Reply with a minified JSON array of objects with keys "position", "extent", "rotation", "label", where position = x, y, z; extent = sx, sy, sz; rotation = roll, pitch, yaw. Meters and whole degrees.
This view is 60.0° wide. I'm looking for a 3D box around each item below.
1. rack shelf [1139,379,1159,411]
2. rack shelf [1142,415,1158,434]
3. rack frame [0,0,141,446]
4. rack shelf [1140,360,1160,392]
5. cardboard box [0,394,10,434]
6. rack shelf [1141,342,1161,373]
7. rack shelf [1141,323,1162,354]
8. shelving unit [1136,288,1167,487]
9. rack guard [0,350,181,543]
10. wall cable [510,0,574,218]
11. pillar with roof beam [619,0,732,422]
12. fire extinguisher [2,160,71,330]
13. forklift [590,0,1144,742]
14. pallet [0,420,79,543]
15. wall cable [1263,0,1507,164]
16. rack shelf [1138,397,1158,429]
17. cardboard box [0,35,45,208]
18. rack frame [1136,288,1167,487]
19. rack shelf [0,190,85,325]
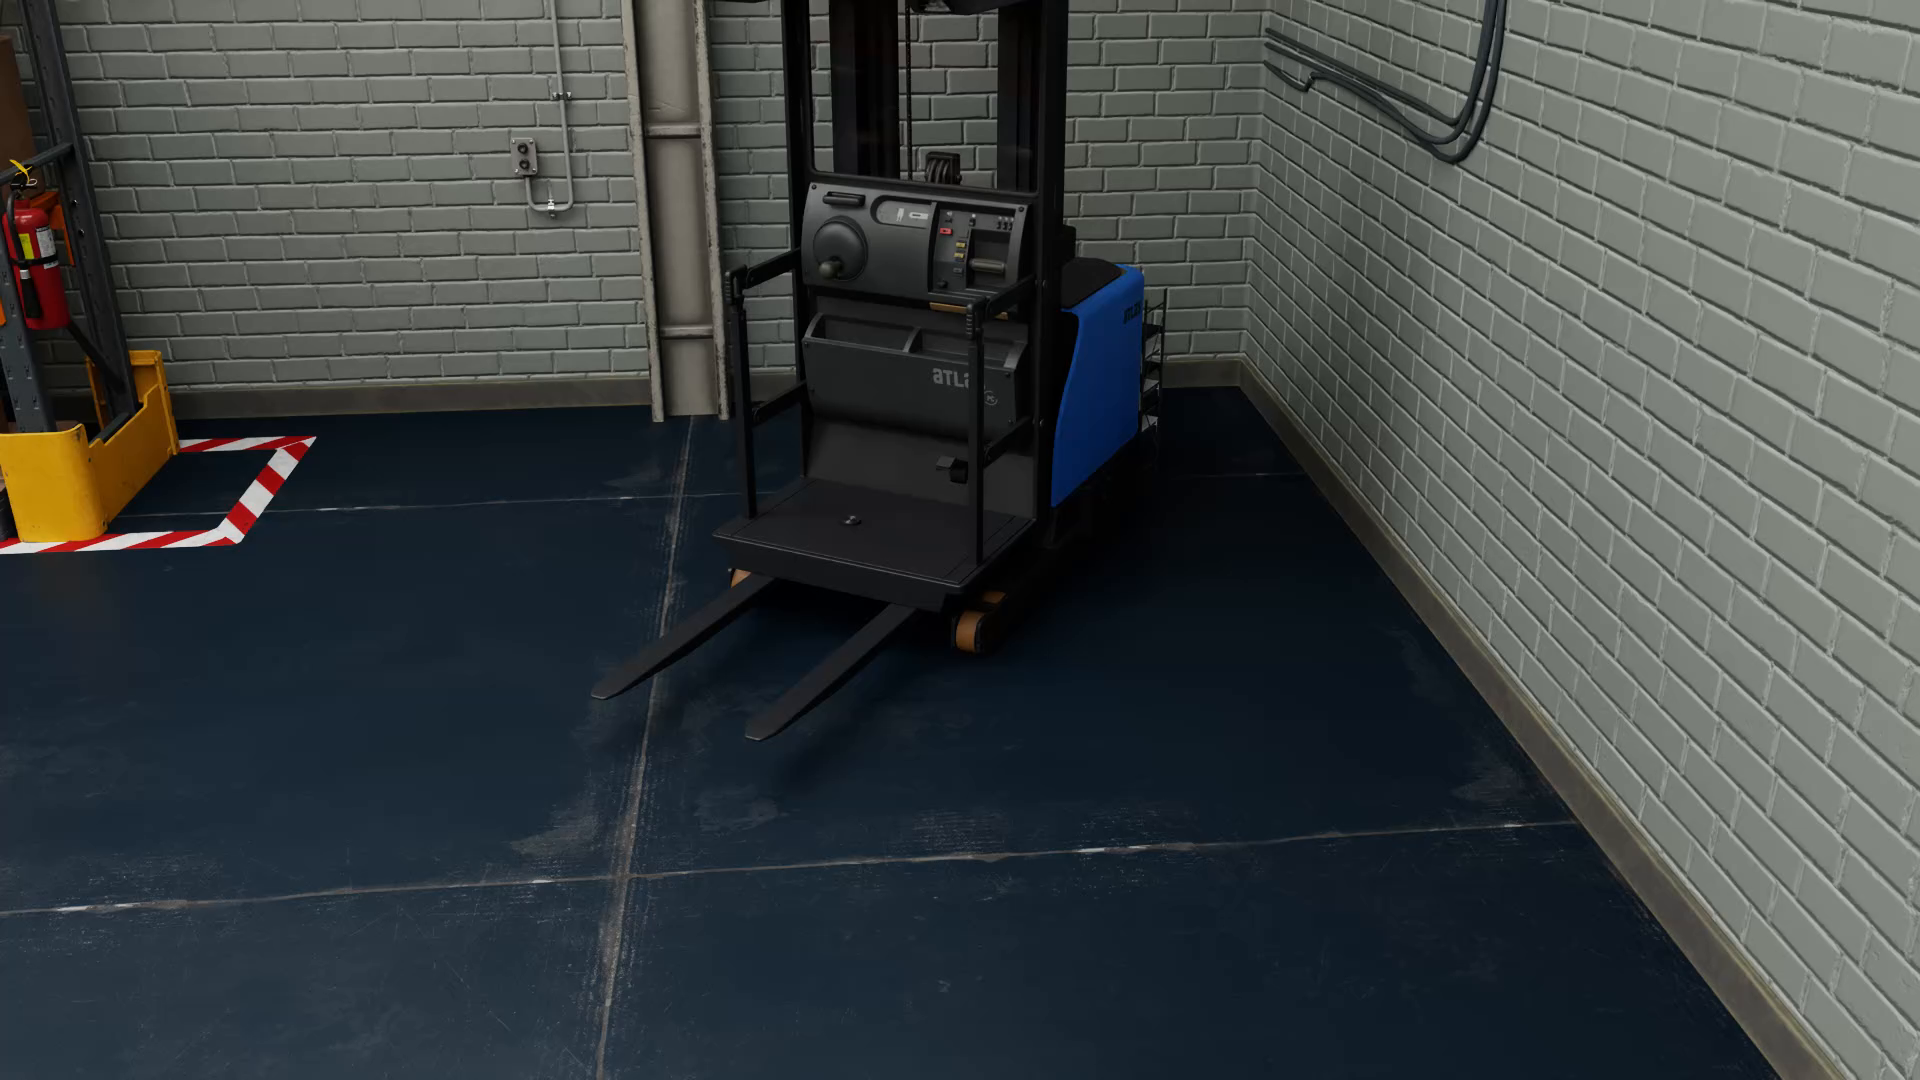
[{"position":[0.801,-0.693,7.783],"extent":[0.200,0.077,0.258],"rotation":[13,27,27],"label":"rack shelf"},{"position":[0.801,-0.529,7.856],"extent":[0.200,0.077,0.258],"rotation":[13,27,27],"label":"rack shelf"},{"position":[-4.013,-1.597,7.149],"extent":[0.127,3.000,1.000],"rotation":[-2,24,-5],"label":"rack frame"},{"position":[0.801,-0.775,7.747],"extent":[0.200,0.077,0.258],"rotation":[13,27,27],"label":"rack shelf"},{"position":[-4.700,-0.578,7.418],"extent":[0.500,0.500,0.700],"rotation":[-2,24,-5],"label":"cardboard box"},{"position":[0.801,-0.857,7.710],"extent":[0.200,0.077,0.258],"rotation":[13,27,27],"label":"rack shelf"},{"position":[0.801,-0.940,7.674],"extent":[0.200,0.077,0.258],"rotation":[13,27,27],"label":"rack shelf"},{"position":[0.801,-0.723,7.770],"extent":[0.210,0.900,0.258],"rotation":[13,27,27],"label":"shelving unit"},{"position":[-3.989,-0.455,7.659],"extent":[0.348,0.500,1.175],"rotation":[-2,24,-5],"label":"rack guard"},{"position":[-2.831,-2.494,7.918],"extent":[1.851,1.984,0.084],"rotation":[-2,24,-5],"label":"wall cable"},{"position":[-0.988,-3.055,3.045],"extent":[0.400,9.000,9.100],"rotation":[-2,24,-5],"label":"pillar with roof beam"},{"position":[-3.817,-1.210,6.835],"extent":[0.183,0.674,0.296],"rotation":[-2,24,-5],"label":"fire extinguisher"},{"position":[-0.272,-1.112,6.143],"extent":[1.130,2.935,3.031],"rotation":[11,26,24],"label":"forklift"},{"position":[-4.801,-0.259,7.573],"extent":[1.213,0.211,1.003],"rotation":[-2,24,-5],"label":"pallet"},{"position":[1.651,-3.001,6.744],"extent":[0.112,2.526,3.097],"rotation":[-2,24,-5],"label":"wall cable"},{"position":[0.801,-0.611,7.820],"extent":[0.200,0.077,0.258],"rotation":[13,27,27],"label":"rack shelf"},{"position":[-4.519,-1.709,7.033],"extent":[0.700,0.700,0.980],"rotation":[-1,24,-3],"label":"cardboard box"},{"position":[0.889,-0.703,7.724],"extent":[0.006,0.900,0.240],"rotation":[13,27,27],"label":"rack frame"},{"position":[-6.003,-1.188,7.116],"extent":[4.000,0.370,1.077],"rotation":[-2,24,-5],"label":"rack shelf"}]
